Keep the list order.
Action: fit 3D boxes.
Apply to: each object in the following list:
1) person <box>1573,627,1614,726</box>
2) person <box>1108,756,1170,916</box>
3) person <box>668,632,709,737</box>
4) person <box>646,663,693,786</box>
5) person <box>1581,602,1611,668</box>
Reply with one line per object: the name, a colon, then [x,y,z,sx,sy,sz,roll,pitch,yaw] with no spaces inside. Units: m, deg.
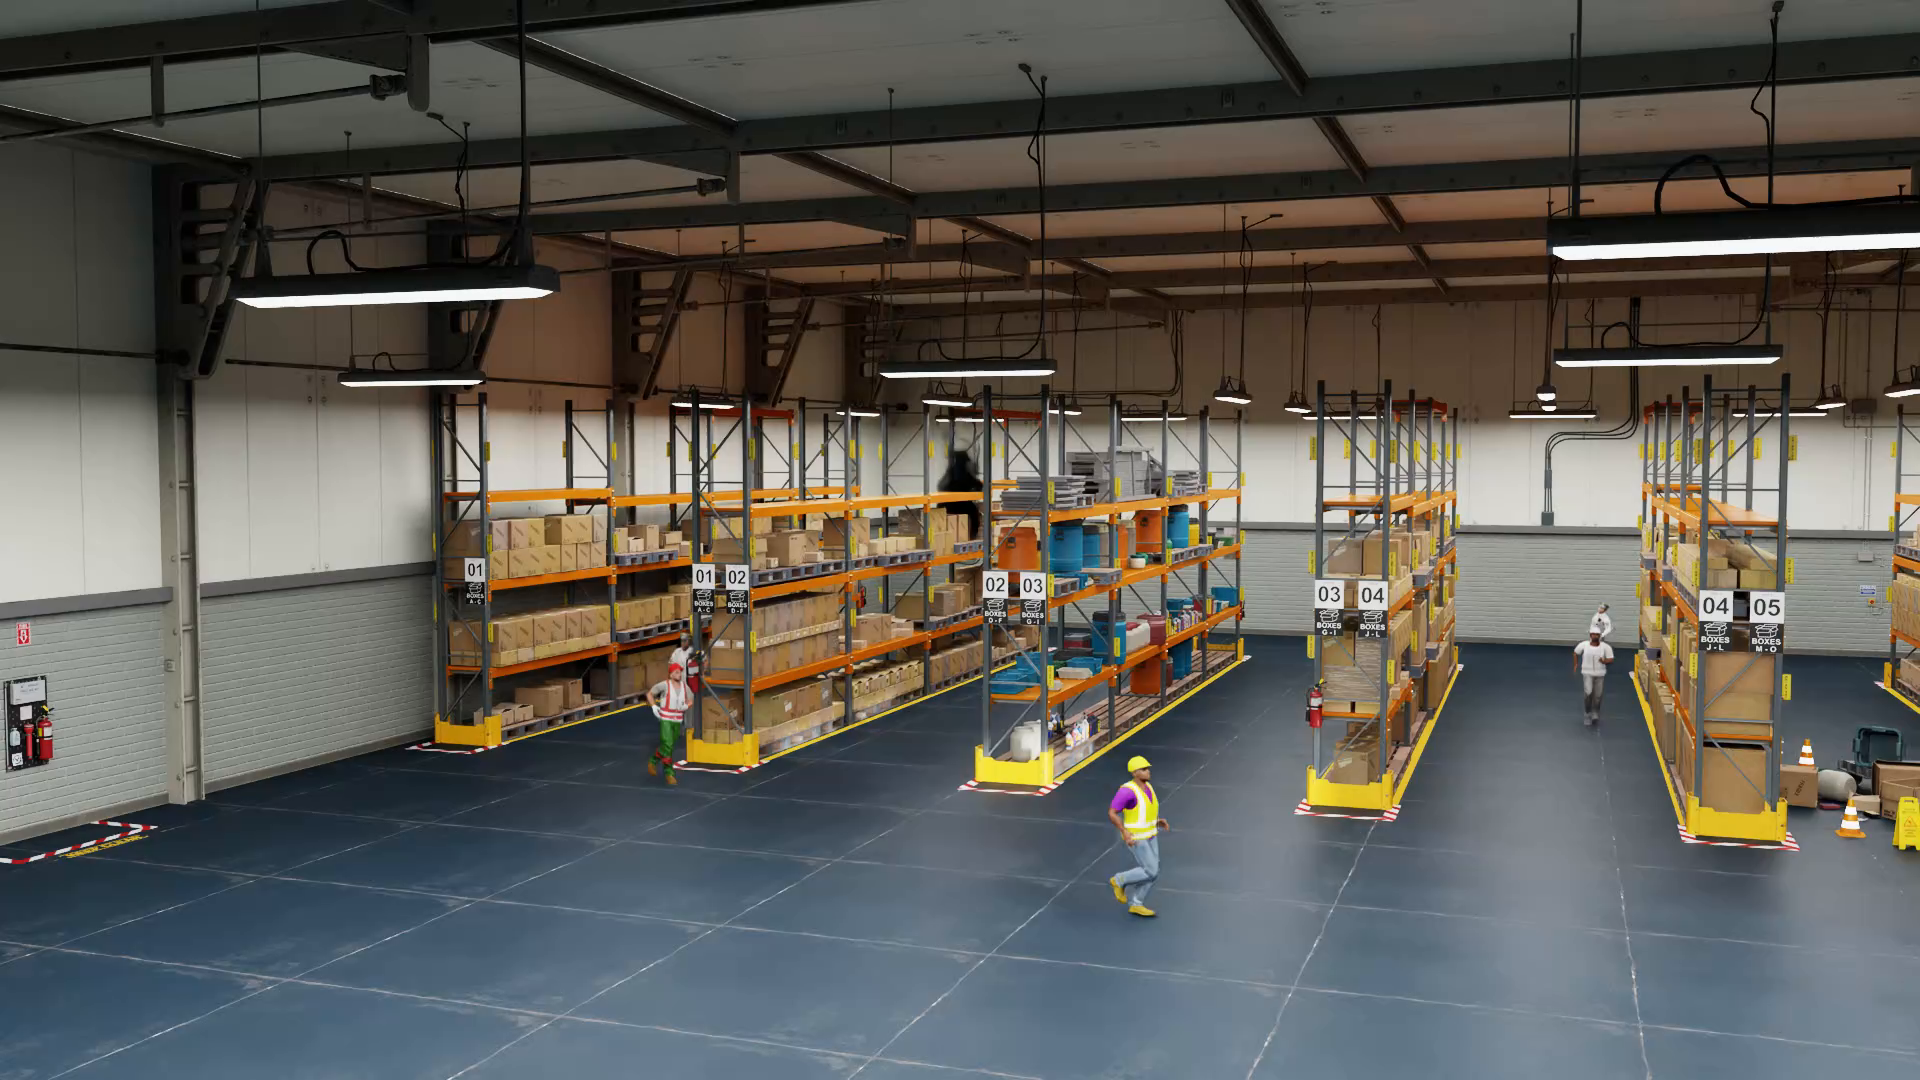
person: [11.614,2.500,30.478,0.670,1.824,0.757,1,3,15]
person: [1.941,3.188,17.935,0.584,1.717,0.703,2,4,37]
person: [-4.853,2.554,29.480,0.626,1.853,0.792,1,3,19]
person: [-4.395,2.771,25.351,0.678,1.796,0.925,-3,4,-41]
person: [14.651,2.183,38.006,0.615,1.579,0.753,-1,3,-21]
